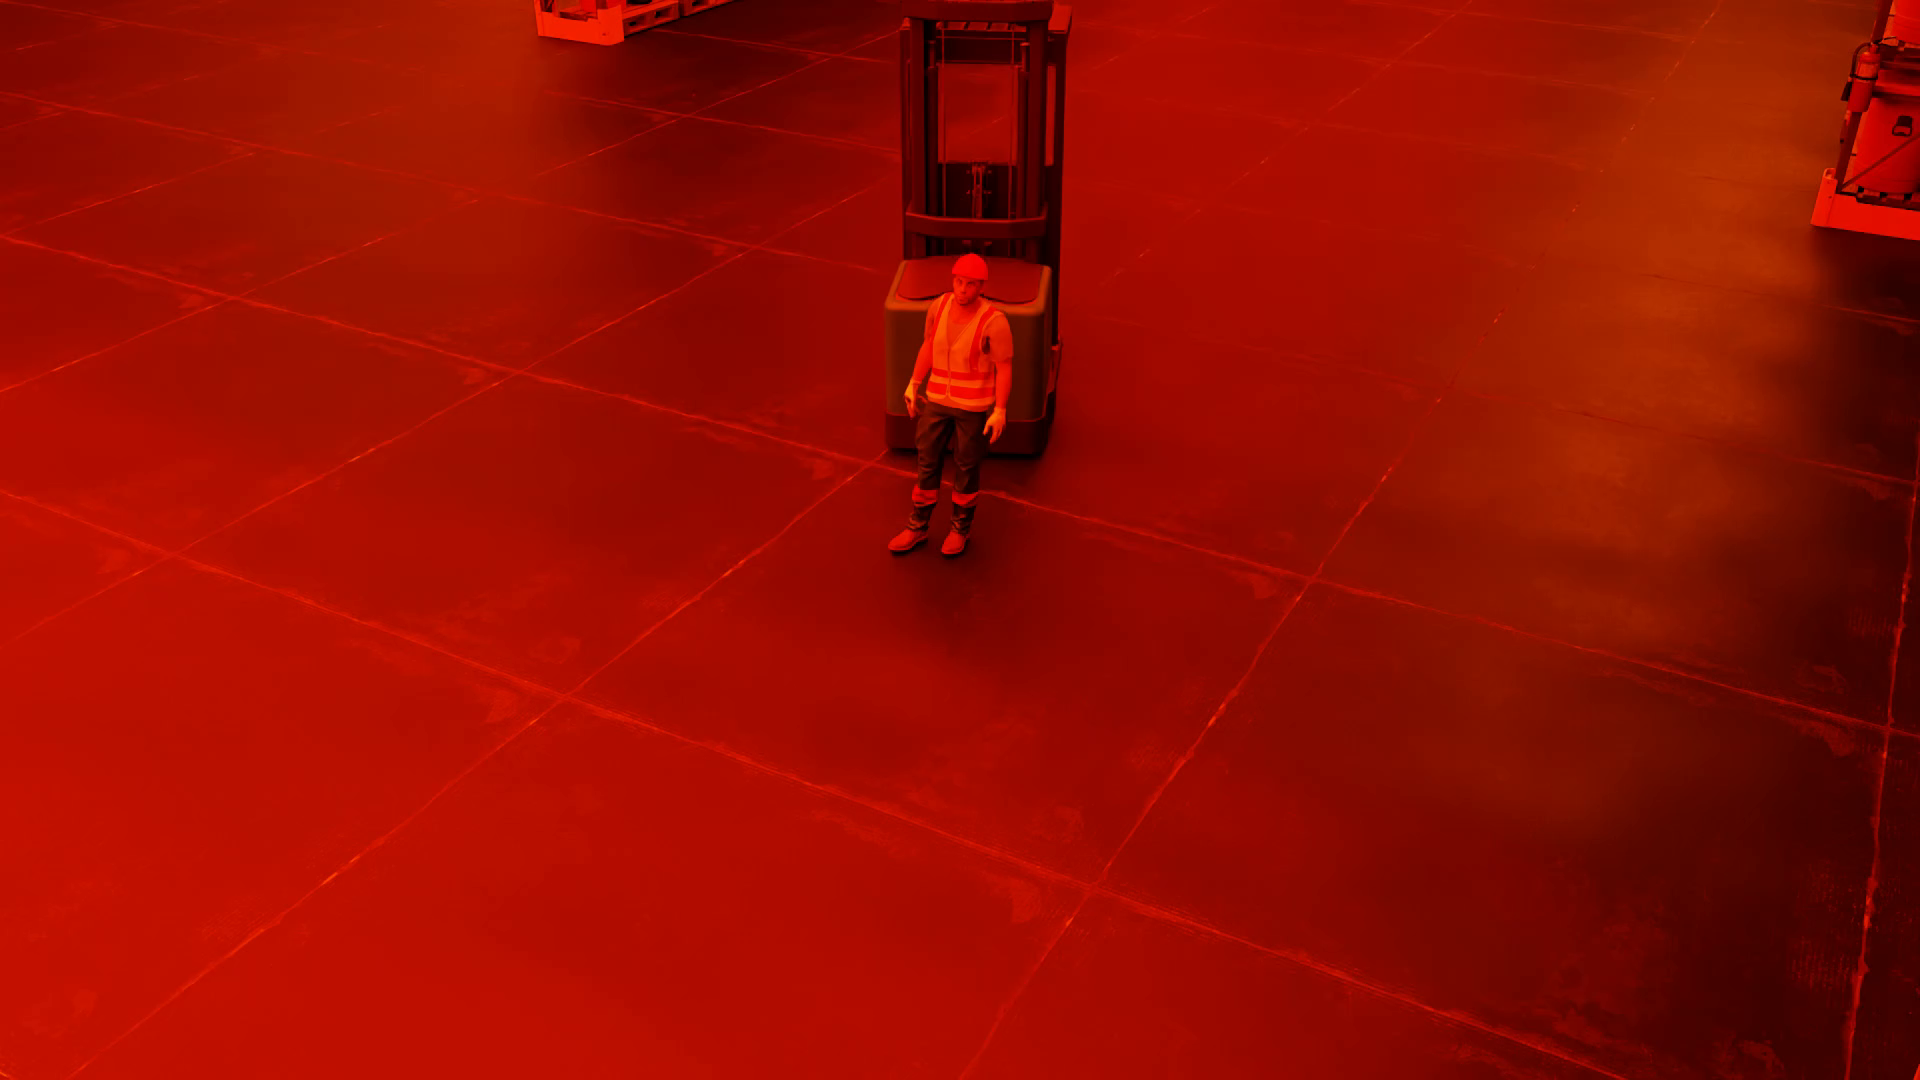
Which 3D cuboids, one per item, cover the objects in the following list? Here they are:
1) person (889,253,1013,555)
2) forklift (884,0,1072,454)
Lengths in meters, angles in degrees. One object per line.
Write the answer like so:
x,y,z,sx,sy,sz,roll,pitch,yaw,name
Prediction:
-0.050,-0.749,9.496,0.637,1.790,0.562,15,33,25,person
0.176,-2.540,11.472,1.130,2.935,3.031,3,30,5,forklift
